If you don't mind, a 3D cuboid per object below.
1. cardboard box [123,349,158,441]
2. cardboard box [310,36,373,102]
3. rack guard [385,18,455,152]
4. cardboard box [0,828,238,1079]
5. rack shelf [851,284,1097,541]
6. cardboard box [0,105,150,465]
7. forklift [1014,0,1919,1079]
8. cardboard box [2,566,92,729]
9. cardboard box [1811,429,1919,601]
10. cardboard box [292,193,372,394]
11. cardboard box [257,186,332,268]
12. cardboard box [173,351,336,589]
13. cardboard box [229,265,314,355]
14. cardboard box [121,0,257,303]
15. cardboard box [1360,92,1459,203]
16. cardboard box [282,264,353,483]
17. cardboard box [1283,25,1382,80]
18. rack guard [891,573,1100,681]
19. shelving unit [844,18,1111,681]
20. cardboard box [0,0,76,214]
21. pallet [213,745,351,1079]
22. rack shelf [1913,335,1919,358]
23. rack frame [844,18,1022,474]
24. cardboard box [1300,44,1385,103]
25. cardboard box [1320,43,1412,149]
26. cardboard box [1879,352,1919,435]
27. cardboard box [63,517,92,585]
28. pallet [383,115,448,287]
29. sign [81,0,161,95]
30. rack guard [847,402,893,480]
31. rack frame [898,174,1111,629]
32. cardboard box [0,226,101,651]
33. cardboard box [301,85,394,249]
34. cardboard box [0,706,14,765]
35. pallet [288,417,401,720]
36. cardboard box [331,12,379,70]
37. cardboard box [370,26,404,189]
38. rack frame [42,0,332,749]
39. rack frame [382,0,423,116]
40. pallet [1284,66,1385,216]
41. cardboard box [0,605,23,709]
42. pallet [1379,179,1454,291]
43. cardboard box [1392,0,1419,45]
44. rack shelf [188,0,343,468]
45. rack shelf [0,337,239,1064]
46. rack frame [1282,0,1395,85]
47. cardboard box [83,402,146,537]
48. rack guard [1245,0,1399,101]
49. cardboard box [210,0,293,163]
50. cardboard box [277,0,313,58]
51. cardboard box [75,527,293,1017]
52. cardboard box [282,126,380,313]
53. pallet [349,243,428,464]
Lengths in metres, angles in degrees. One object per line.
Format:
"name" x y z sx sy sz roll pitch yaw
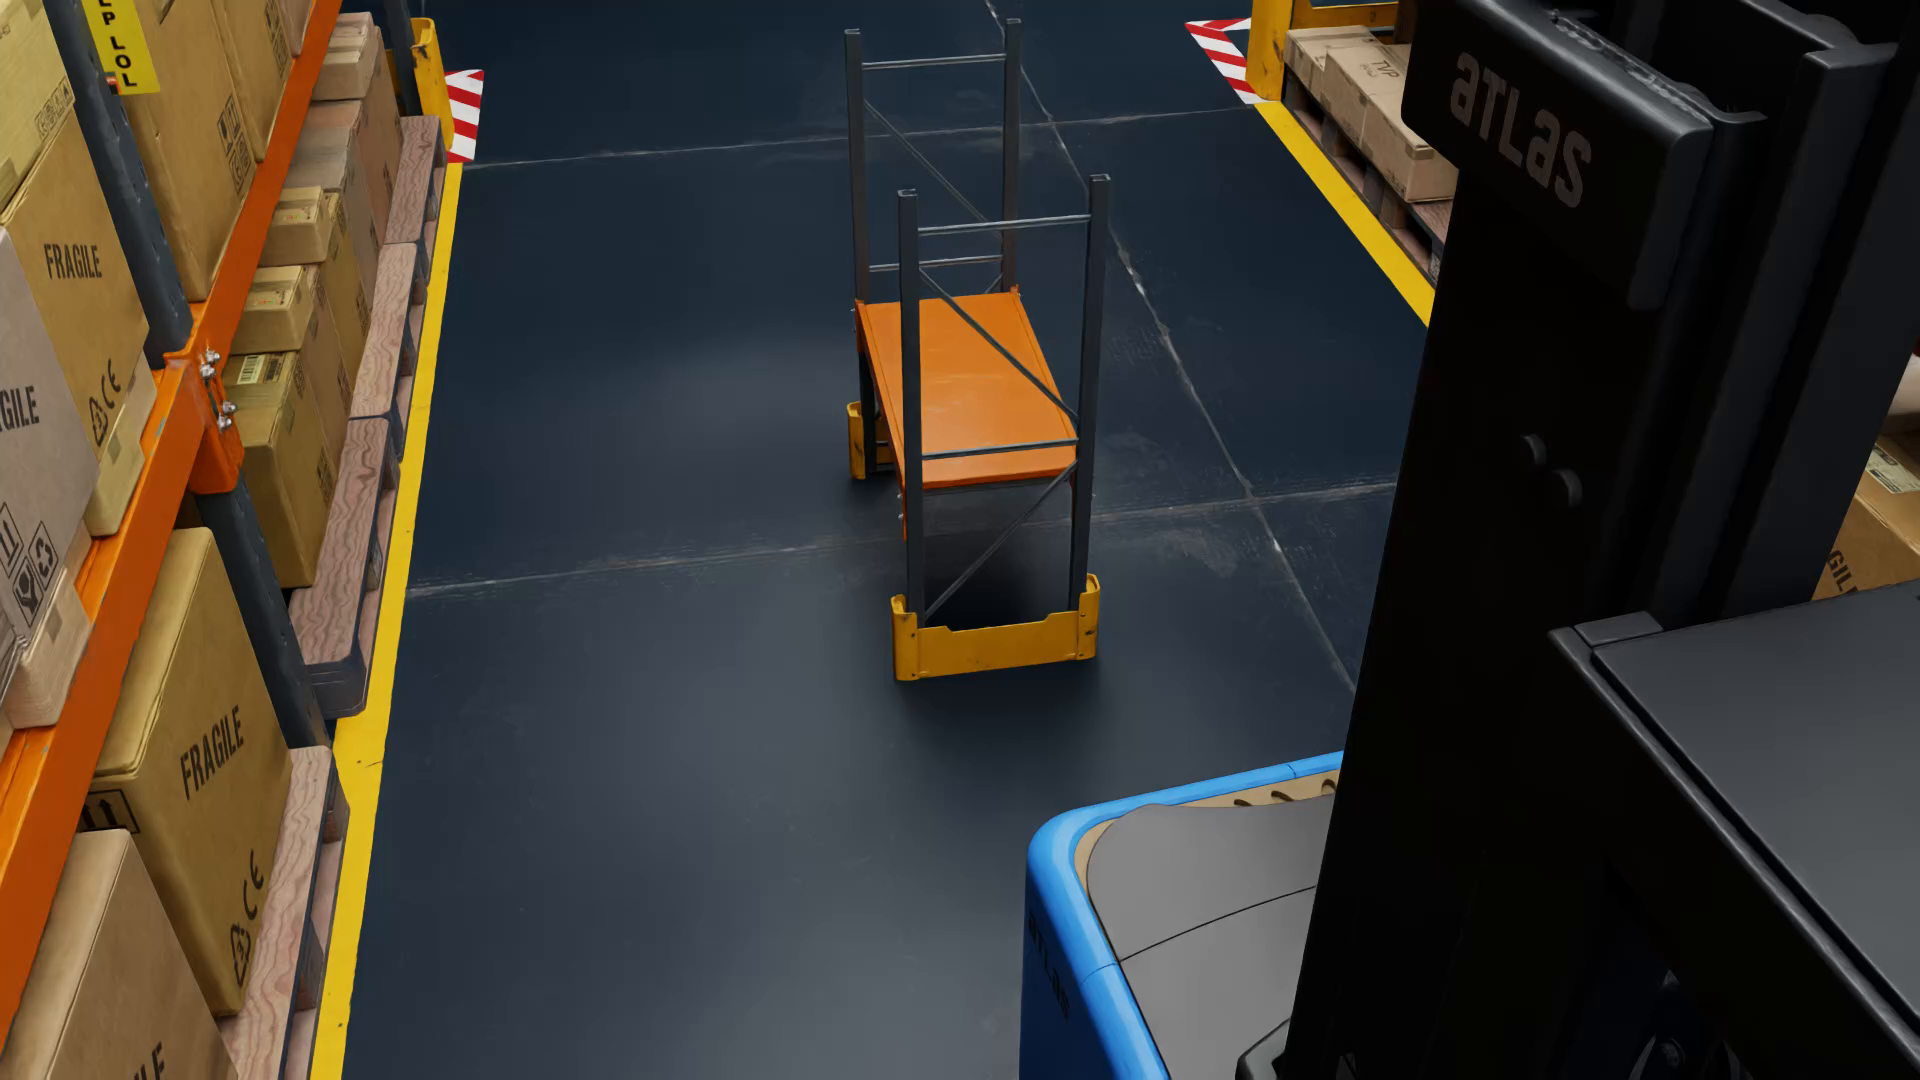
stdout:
"cardboard box" -1.856 -0.272 3.344 0.380 0.149 0.250 -6 38 -8
"cardboard box" -2.427 -1.764 6.242 0.380 0.149 0.250 -5 38 -7
"rack guard" -2.900 -1.981 7.392 1.175 0.500 0.348 -6 38 -8
"cardboard box" -1.794 1.061 2.849 0.750 0.750 0.750 -5 38 -7
"rack shelf" 0.015 -0.399 4.834 0.538 0.185 1.000 -6 38 -8
"cardboard box" -1.865 -0.451 3.045 0.500 0.500 0.500 -7 38 -9
"forklift" 0.998 0.959 1.626 1.130 2.935 3.031 -10 39 -13
"cardboard box" -1.684 0.192 2.746 0.380 0.149 0.250 -6 38 -8
"cardboard box" 2.527 0.059 4.408 0.500 0.500 0.500 -8 39 -10
"cardboard box" -2.397 -0.793 5.521 0.700 0.500 0.500 -5 38 -7
"cardboard box" -2.197 -0.977 5.229 0.380 0.149 0.250 -7 38 -9
"cardboard box" -2.224 -0.179 4.730 0.700 0.500 0.500 -6 38 -7
"cardboard box" -2.105 -0.661 4.823 0.380 0.149 0.250 -5 38 -6
"cardboard box" -2.273 -0.985 3.829 0.980 0.700 0.700 -6 38 -7
"cardboard box" 1.972 -1.613 6.764 0.500 0.250 0.500 -6 38 -8
"cardboard box" -2.309 -0.483 5.121 0.700 0.500 0.500 -7 38 -8
"cardboard box" 1.716 -2.246 7.662 0.380 0.149 0.250 -6 38 -8
"rack guard" 0.101 0.248 4.727 0.587 0.250 0.087 -6 38 -8
"shelving unit" 0.013 -0.546 4.731 0.587 1.500 1.083 -6 38 -8
"cardboard box" -1.861 -0.744 2.811 0.500 0.250 0.500 -5 38 -7
"pallet" -1.985 1.022 3.763 1.003 0.211 1.213 -6 38 -8
"rack shelf" 3.033 0.420 2.851 1.077 0.370 4.000 -6 38 -8
"rack frame" -0.074 -0.848 5.119 0.500 1.500 0.032 -6 38 -8
"cardboard box" 1.760 -2.102 7.462 0.380 0.166 0.250 -6 38 -8
"cardboard box" 1.884 -1.915 7.153 0.500 0.250 0.500 -6 38 -8
"cardboard box" 2.821 -0.461 5.232 0.500 0.311 0.500 -6 38 -8
"cardboard box" -1.788 0.039 2.944 0.380 0.149 0.250 -5 38 -7
"pallet" -2.678 -1.378 6.851 1.003 0.211 1.213 -6 38 -8
"sign" -1.662 -1.028 3.248 0.100 0.325 0.005 -6 38 -8
"rack guard" -0.074 -0.353 5.501 0.587 0.250 0.087 -6 38 -8
"rack frame" 0.104 -0.234 4.328 0.500 1.500 0.032 -6 38 -8
"cardboard box" -1.766 -0.143 2.649 0.500 0.500 0.500 -6 38 -8
"cardboard box" -2.587 -1.418 6.325 0.700 0.500 0.500 -6 38 -8
"cardboard box" -1.706 0.347 2.547 0.380 0.149 0.250 -6 38 -8
"pallet" -2.251 0.096 4.954 1.003 0.211 1.213 -6 38 -8
"cardboard box" -2.472 -1.918 6.441 0.380 0.149 0.250 -7 38 -8
"cardboard box" -2.674 -1.720 6.714 0.700 0.500 0.500 -6 38 -8
"rack frame" -2.194 -0.537 3.497 1.000 3.000 0.127 -6 38 -8
"rack frame" -2.896 -2.953 6.607 1.000 3.000 0.127 -6 38 -8
"pallet" 2.135 -1.860 7.472 1.003 0.211 1.213 -6 38 -8
"cardboard box" -1.686 0.161 2.258 0.500 0.500 0.500 -6 38 -8
"pallet" 2.345 -1.124 6.526 1.003 0.211 1.213 -6 38 -8
"cardboard box" 2.319 -2.373 7.539 0.500 0.500 0.500 -6 38 -8
"rack shelf" -2.545 -1.461 5.272 1.077 0.370 4.000 -6 38 -8
"rack shelf" -1.844 0.955 2.163 1.077 0.370 4.000 -6 38 -8
"rack frame" 1.981 -3.488 7.295 1.000 3.000 0.127 -6 38 -8
"cardboard box" -1.789 -0.122 3.151 0.380 0.149 0.250 -6 38 -7
"rack guard" 1.994 -2.455 8.003 1.175 0.500 0.348 -6 38 -8
"cardboard box" -2.396 -1.427 4.397 0.980 0.700 0.700 -7 38 -9
"cardboard box" -2.533 -1.865 4.961 0.980 0.700 0.700 -8 39 -10
"cardboard box" -1.952 0.524 3.540 0.750 0.750 0.750 -6 38 -7
"cardboard box" -2.498 -1.114 5.934 0.700 0.500 0.500 -7 38 -9
"pallet" -2.468 -0.642 5.905 1.003 0.211 1.213 -6 38 -8
